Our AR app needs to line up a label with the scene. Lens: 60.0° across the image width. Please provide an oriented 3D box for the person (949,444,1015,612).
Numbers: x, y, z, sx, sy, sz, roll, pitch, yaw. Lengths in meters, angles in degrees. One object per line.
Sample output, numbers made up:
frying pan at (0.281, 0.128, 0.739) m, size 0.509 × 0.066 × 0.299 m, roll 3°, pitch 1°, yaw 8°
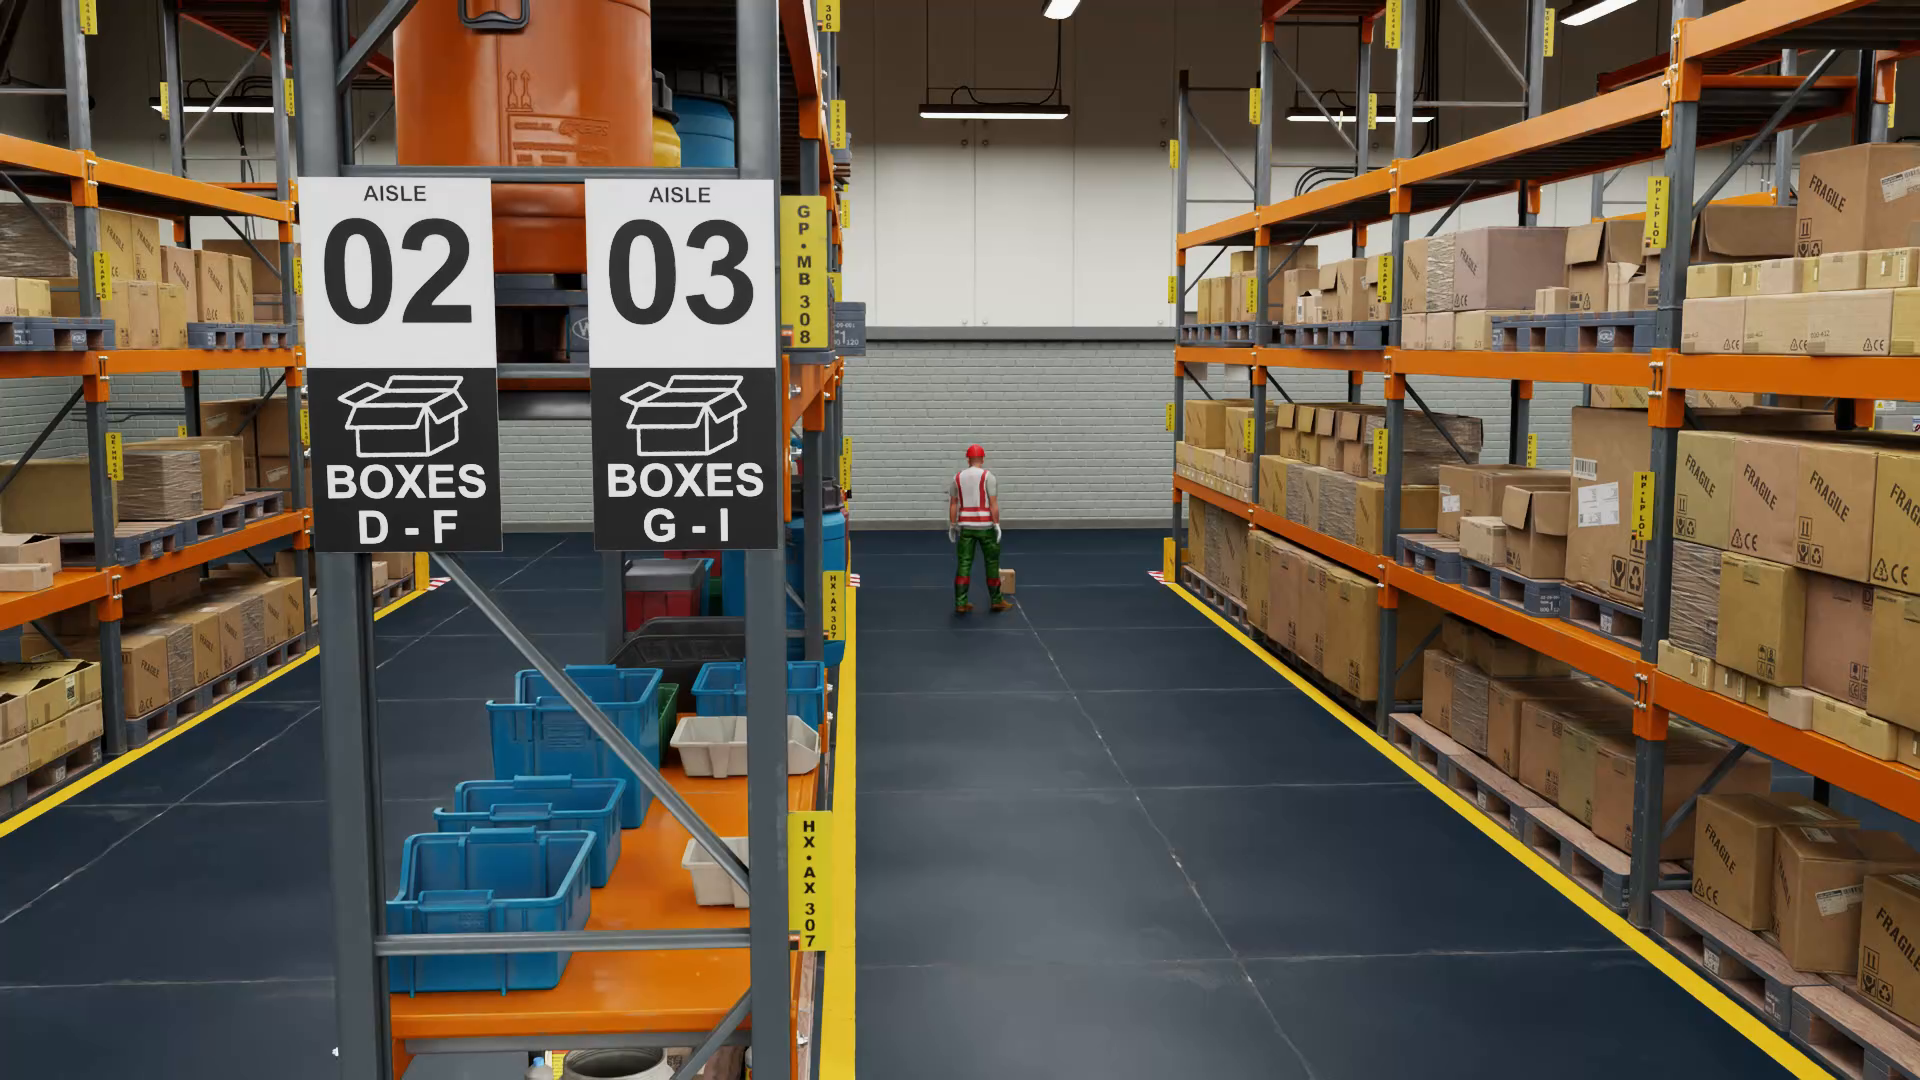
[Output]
person at (0.177, -0.124, 17.714) m, size 0.625 × 1.784 × 0.729 m, roll 3°, pitch 7°, yaw 22°
